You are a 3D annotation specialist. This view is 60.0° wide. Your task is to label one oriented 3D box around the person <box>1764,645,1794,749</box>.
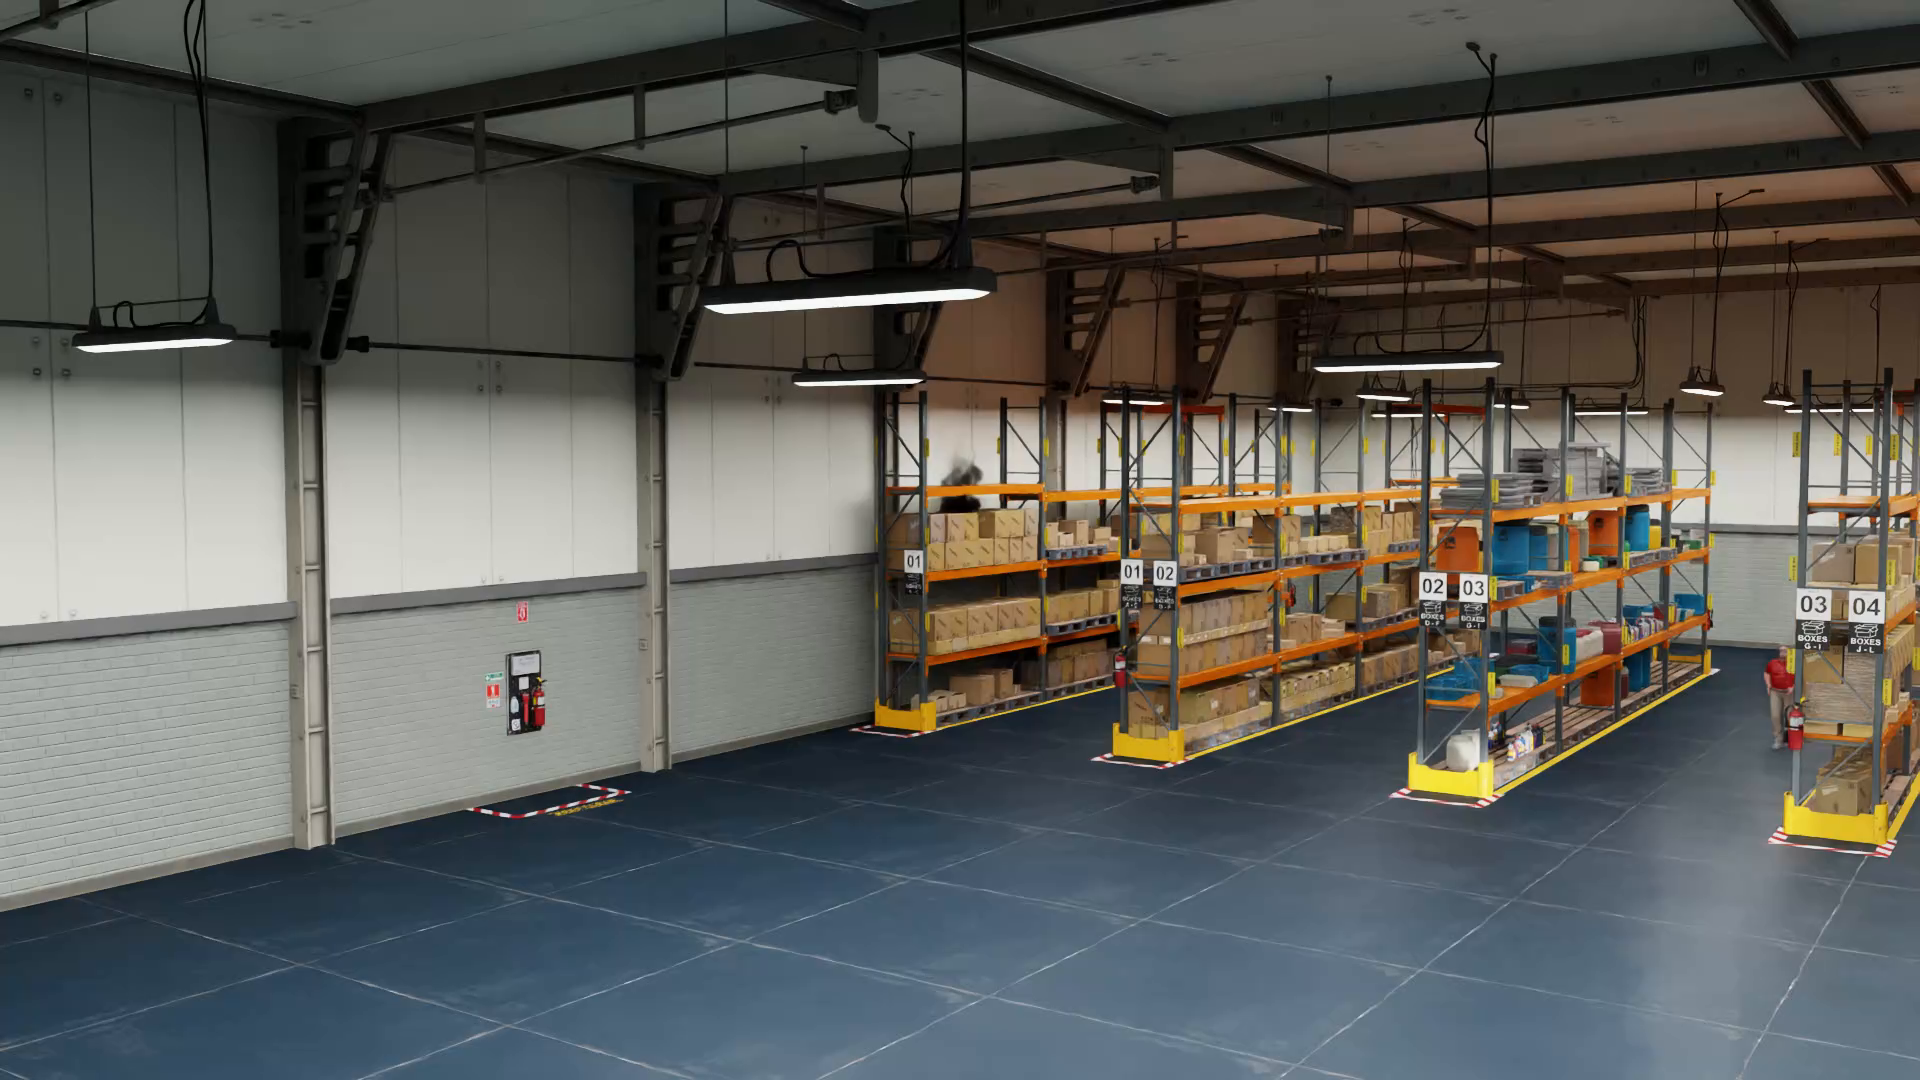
[{"bbox_3d":[13.805,2.608,27.858,0.676,1.711,0.810,2,4,37],"label":"person"}]
